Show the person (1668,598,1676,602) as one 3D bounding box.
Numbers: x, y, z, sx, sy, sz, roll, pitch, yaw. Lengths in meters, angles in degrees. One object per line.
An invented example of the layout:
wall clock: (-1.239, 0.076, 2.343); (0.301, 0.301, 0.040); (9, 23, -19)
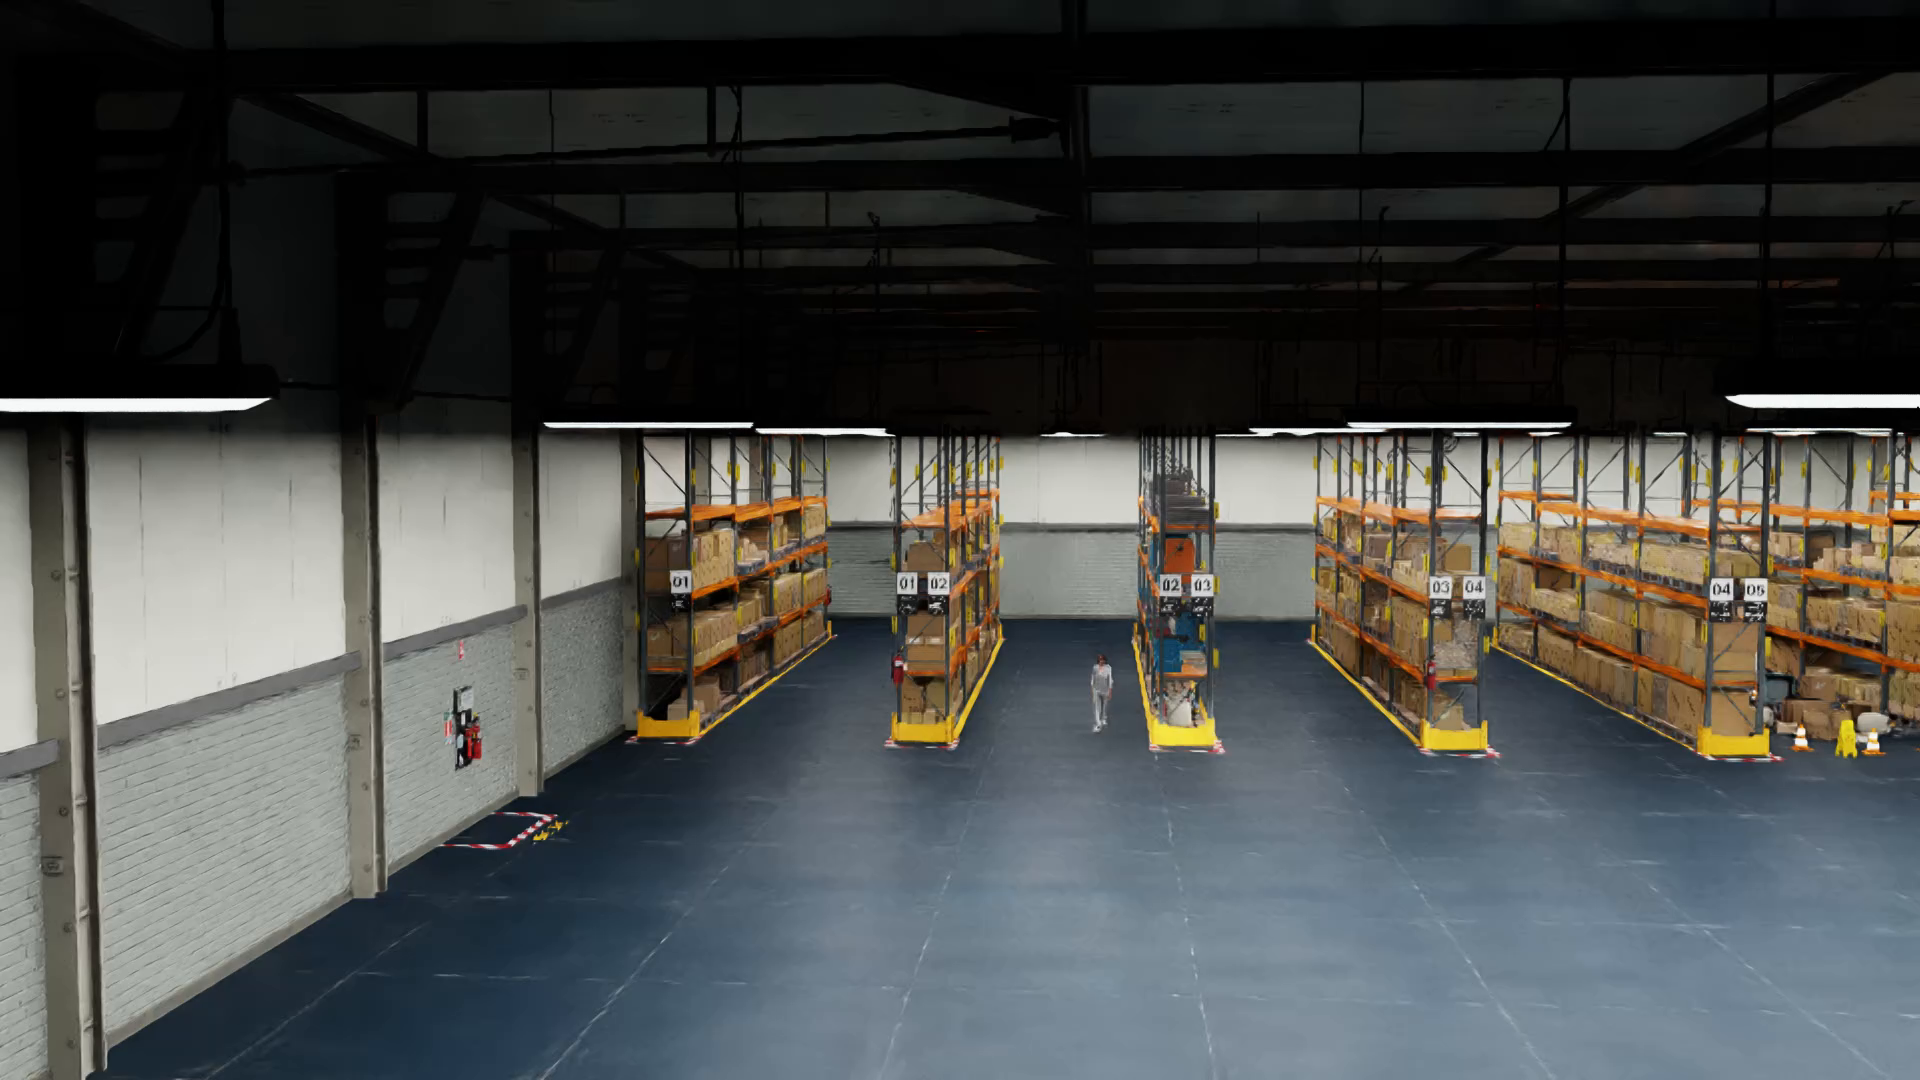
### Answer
person: (18.759, 2.232, 43.711); (0.572, 1.634, 0.594); (1, 4, 11)

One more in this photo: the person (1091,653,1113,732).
person: (2.791, 2.958, 32.640); (0.415, 1.482, 1.041); (0, 3, 2)

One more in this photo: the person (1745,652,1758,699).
person: (17.402, 2.589, 36.585); (0.577, 1.782, 0.655); (2, 4, 32)
